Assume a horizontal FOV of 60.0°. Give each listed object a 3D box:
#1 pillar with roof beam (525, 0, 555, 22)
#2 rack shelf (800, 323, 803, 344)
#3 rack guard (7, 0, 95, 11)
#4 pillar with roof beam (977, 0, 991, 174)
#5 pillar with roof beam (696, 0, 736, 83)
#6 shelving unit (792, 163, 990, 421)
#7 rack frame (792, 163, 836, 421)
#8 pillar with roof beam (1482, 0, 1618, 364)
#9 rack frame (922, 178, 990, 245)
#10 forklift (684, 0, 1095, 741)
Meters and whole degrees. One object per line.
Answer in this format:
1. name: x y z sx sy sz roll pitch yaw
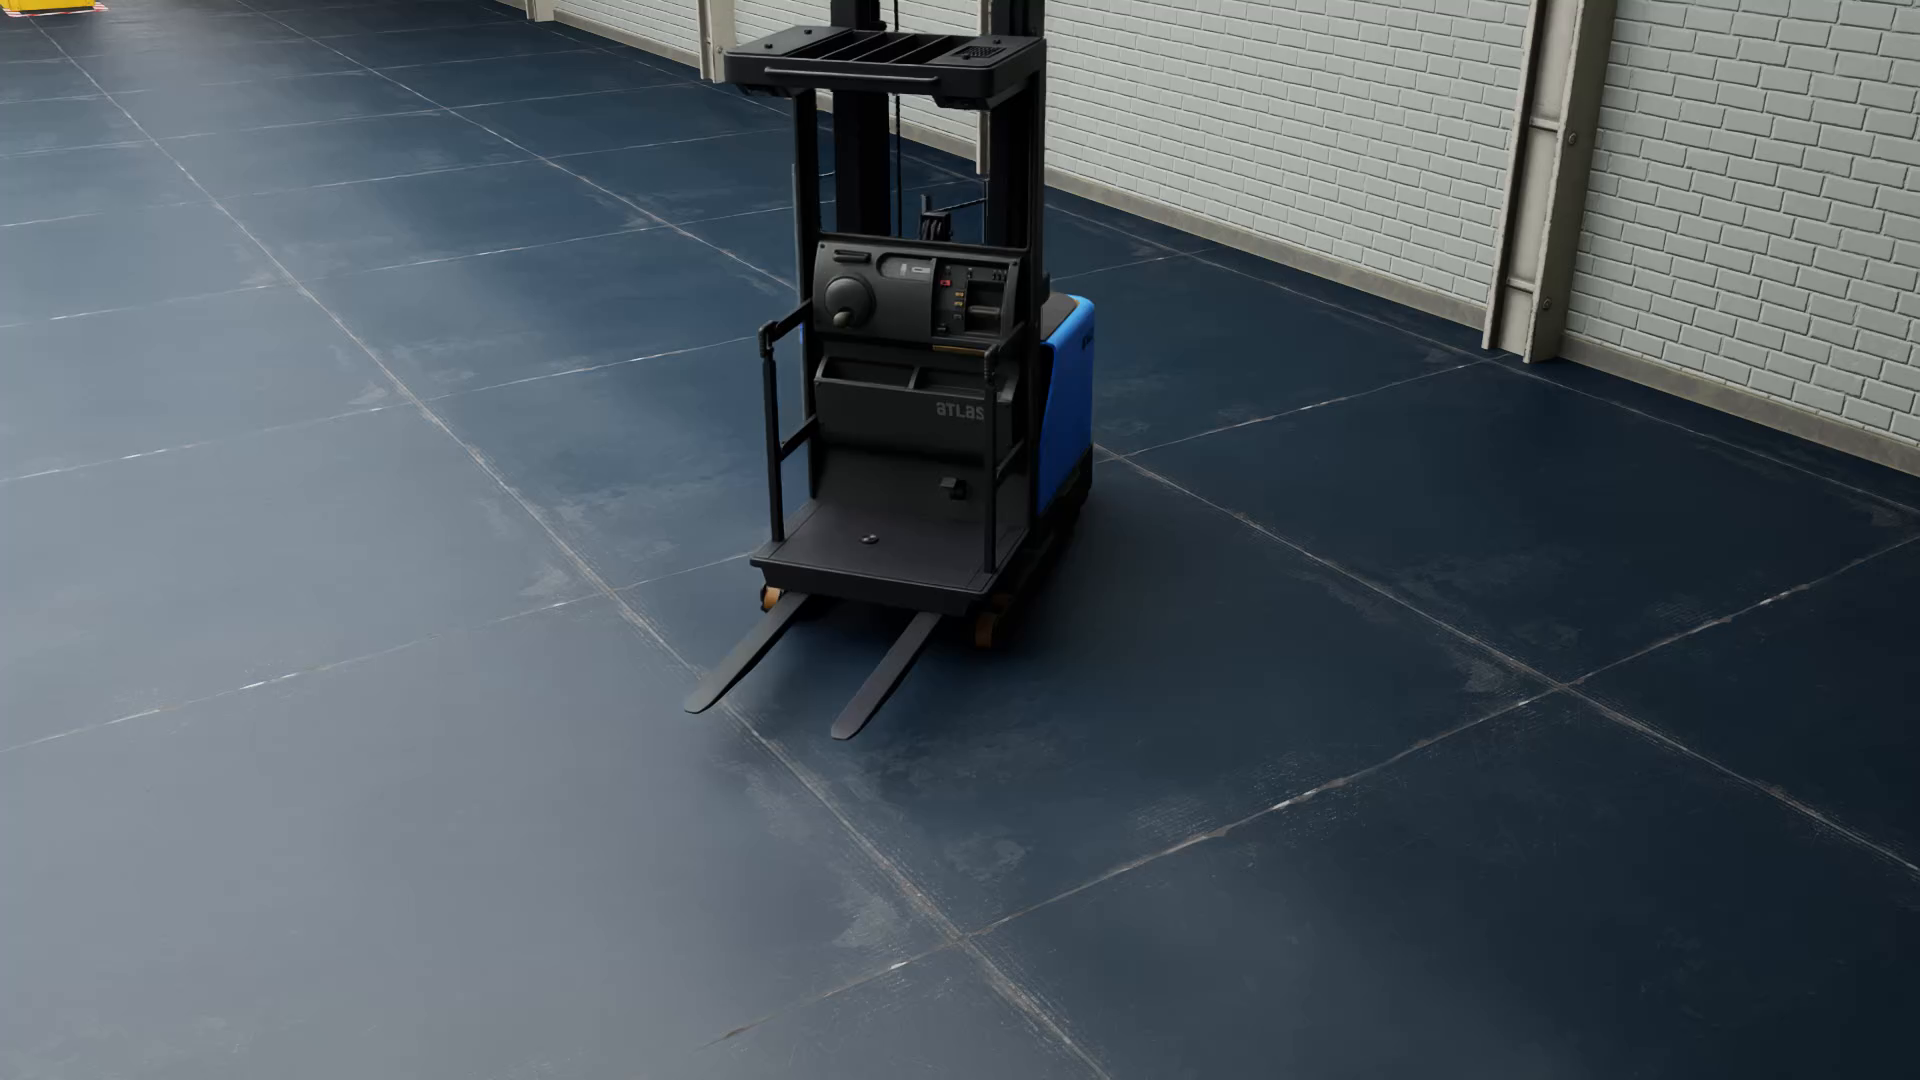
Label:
1. pillar with roof beam: -9.770 -10.739 20.457 9.100 9.000 0.400 -16 29 -30
2. rack shelf: -0.373 -1.140 9.329 1.000 0.185 0.538 23 33 39
3. rack guard: -14.012 -8.455 25.575 1.175 0.500 0.348 -16 29 -30
4. pillar with roof beam: -3.219 -6.447 11.365 9.100 9.000 0.400 -16 29 -30
5. pillar with roof beam: -6.494 -8.593 15.911 9.100 9.000 0.400 -16 29 -30
6. shelving unit: -0.373 -1.302 9.252 1.048 1.500 0.538 23 33 39
7. rack frame: -0.737 -1.454 9.573 0.032 1.500 0.500 23 33 39
8. pillar with roof beam: 0.056 -4.301 6.819 9.100 9.000 0.400 -16 29 -30
9. rack frame: -0.010 -1.151 8.931 0.032 1.500 0.500 23 33 39
10. forklift: -0.259 -1.041 7.022 1.130 2.935 3.031 8 26 17
